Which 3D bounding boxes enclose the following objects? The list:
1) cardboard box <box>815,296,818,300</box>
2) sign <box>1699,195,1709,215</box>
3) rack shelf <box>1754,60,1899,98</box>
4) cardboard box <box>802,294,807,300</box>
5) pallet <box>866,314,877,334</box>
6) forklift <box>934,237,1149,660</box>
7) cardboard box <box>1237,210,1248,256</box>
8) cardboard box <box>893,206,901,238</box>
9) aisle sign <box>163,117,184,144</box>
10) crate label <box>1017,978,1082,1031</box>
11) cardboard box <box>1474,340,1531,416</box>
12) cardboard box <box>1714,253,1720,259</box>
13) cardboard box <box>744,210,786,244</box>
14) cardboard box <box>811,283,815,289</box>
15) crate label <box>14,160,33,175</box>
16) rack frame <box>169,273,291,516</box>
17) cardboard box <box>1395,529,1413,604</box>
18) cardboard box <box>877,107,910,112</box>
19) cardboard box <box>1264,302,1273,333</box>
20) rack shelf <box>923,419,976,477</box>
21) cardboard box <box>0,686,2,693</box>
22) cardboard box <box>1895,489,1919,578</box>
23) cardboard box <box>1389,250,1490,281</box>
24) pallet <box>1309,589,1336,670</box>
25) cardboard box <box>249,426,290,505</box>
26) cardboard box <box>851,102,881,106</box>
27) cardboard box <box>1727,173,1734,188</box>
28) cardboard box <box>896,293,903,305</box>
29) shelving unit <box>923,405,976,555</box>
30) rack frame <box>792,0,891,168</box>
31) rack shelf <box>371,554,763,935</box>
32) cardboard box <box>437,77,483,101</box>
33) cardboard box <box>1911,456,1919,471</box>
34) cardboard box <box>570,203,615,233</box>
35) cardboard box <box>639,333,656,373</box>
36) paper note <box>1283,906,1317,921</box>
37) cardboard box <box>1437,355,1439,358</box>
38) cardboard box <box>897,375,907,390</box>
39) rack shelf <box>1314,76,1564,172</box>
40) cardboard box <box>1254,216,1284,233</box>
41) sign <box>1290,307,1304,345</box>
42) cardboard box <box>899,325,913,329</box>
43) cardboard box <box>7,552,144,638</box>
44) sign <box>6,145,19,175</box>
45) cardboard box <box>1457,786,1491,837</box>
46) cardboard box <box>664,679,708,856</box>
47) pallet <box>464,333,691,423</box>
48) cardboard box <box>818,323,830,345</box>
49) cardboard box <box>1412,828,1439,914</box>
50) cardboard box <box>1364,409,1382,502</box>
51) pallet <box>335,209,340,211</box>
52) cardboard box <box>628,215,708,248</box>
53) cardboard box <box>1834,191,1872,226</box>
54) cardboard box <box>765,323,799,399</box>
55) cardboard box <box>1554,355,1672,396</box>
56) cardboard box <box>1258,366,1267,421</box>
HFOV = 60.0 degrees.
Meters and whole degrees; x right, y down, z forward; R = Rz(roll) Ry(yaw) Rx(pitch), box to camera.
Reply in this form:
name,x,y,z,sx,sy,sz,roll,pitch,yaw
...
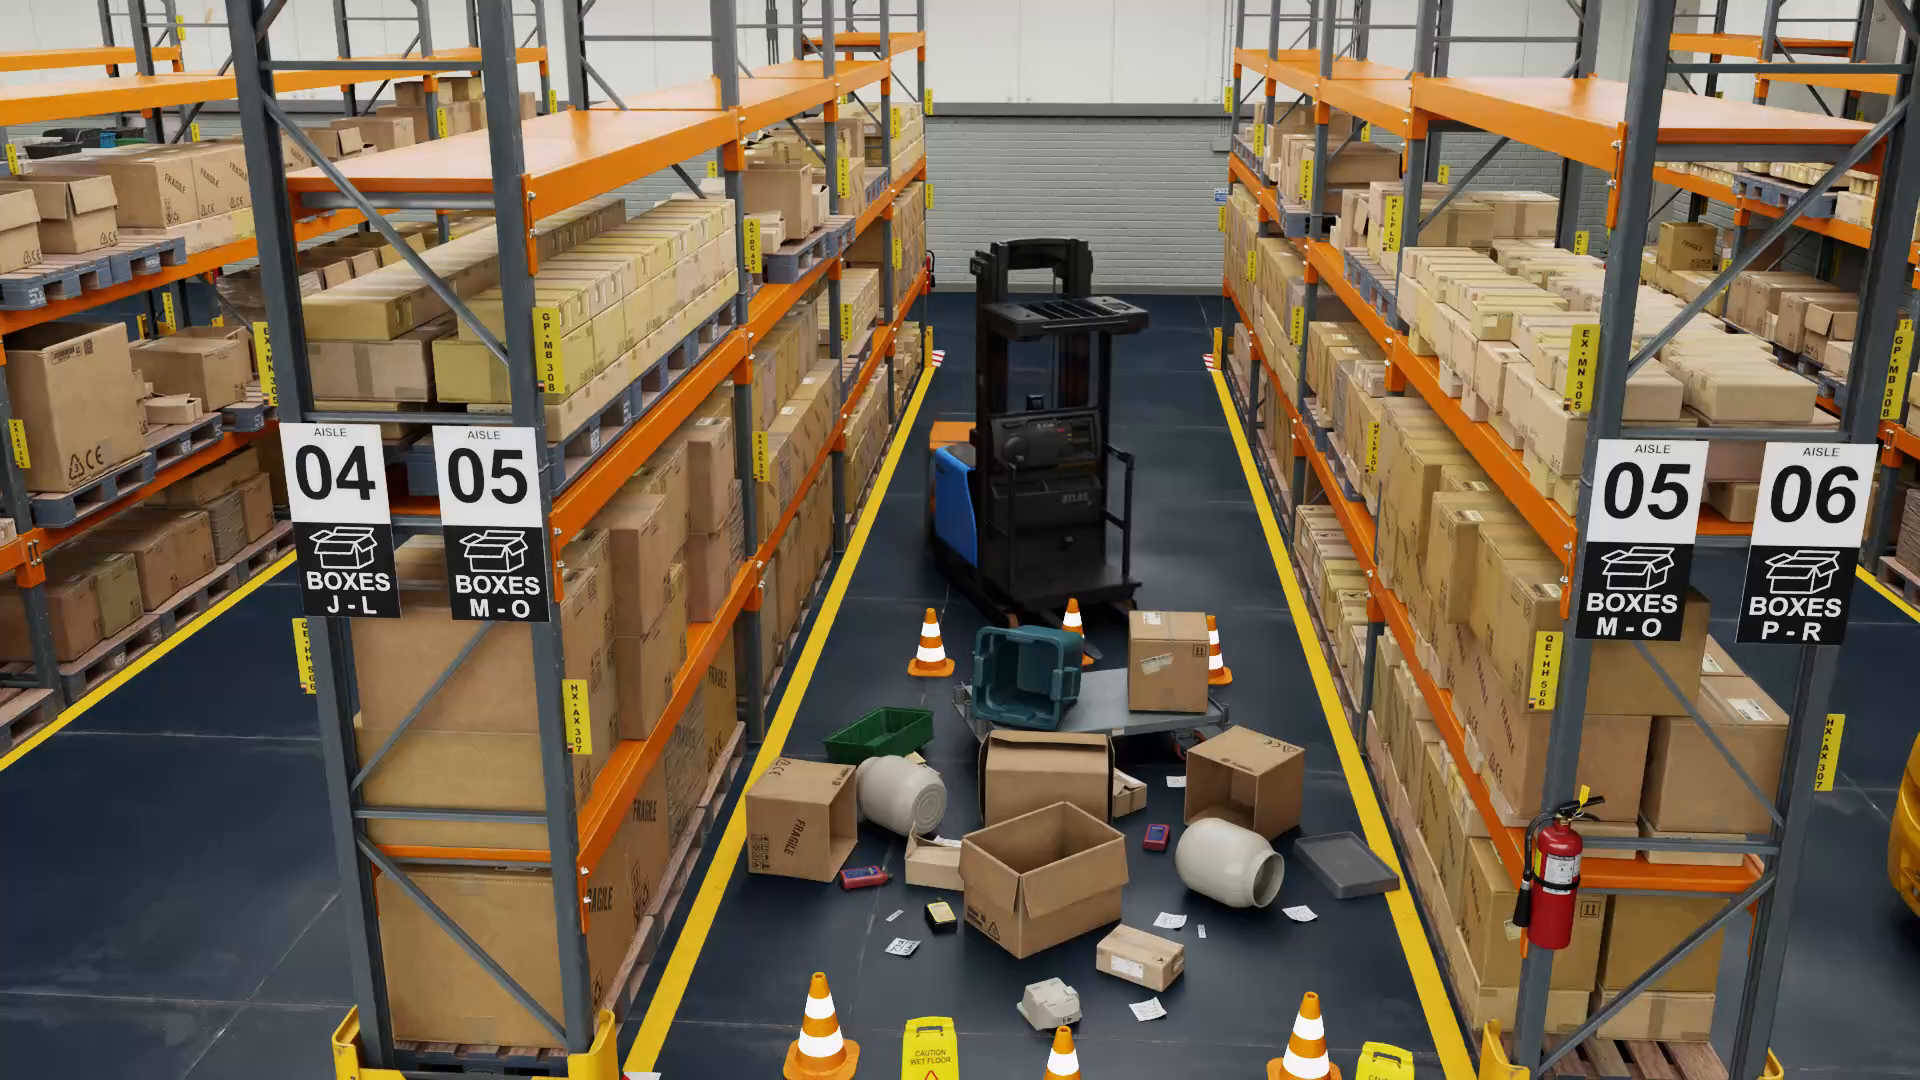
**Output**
name,x,y,z,sx,sy,sz,roll,pitch,yaw
cardboard box,-1.728,-2.543,17.924,0.380,0.149,0.250,0,18,1
sign,9.493,-4.311,21.221,0.100,0.325,0.005,1,18,4
rack shelf,8.511,-4.084,15.061,1.077,0.370,4.000,1,18,4
cardboard box,-1.781,-2.443,17.141,0.380,0.149,0.250,1,18,2
pallet,-1.441,-2.250,17.608,1.003,0.211,1.213,1,18,4
forklift,0.763,-0.802,12.989,1.130,2.935,3.031,-7,19,-19
cardboard box,3.577,-3.643,19.784,0.500,0.500,0.500,1,18,4
cardboard box,-0.944,-3.535,18.978,0.500,0.500,0.500,1,18,2
aisle sign,-10.537,-5.321,22.498,0.394,0.787,0.004,1,18,4
crate label,0.450,2.264,8.121,0.250,0.136,0.298,-9,20,-25
cardboard box,2.681,-0.747,7.659,0.500,0.250,0.500,2,18,5
cardboard box,9.135,-3.390,20.542,0.500,0.250,0.500,1,18,4
cardboard box,-1.469,-2.276,11.942,0.396,0.266,0.258,1,18,4
cardboard box,-1.742,-2.739,17.566,0.380,0.149,0.250,2,18,5
crate label,-10.798,-4.274,19.081,0.293,0.136,0.466,1,18,4
rack frame,-6.468,-1.475,14.935,1.000,3.000,0.127,1,18,4
cardboard box,2.807,0.086,9.531,0.500,0.500,0.500,1,18,4
cardboard box,-0.808,-5.173,20.201,0.380,0.149,0.250,1,18,3
cardboard box,3.318,-2.213,16.626,0.500,0.250,0.500,2,18,5
rack shelf,-0.022,-0.834,15.049,0.538,0.278,1.000,1,18,4
cardboard box,-6.823,0.879,11.091,0.500,0.500,0.500,1,18,2
cardboard box,8.309,-0.022,13.639,0.875,0.625,0.625,2,18,6
cardboard box,3.027,-1.750,10.522,0.500,0.250,0.500,1,18,3
pallet,3.269,0.692,12.800,1.003,0.211,1.213,1,18,4
cardboard box,-6.398,-0.879,15.853,1.225,0.875,0.875,0,18,1
cardboard box,-1.205,-5.503,21.208,0.380,0.149,0.250,1,18,3
cardboard box,8.385,-3.811,17.649,0.380,0.149,0.250,1,18,4
cardboard box,-0.875,-2.864,19.576,0.380,0.149,0.250,2,18,5
shelving unit,-0.022,-0.556,15.141,0.538,1.125,1.048,1,18,4
rack frame,-1.241,-5.426,17.358,1.000,3.000,0.127,1,18,4
rack shelf,-1.958,0.872,8.926,1.077,0.370,4.000,1,18,4
cardboard box,-6.049,-5.409,19.923,0.500,0.250,0.500,1,18,2
cardboard box,8.762,-0.701,14.871,0.380,0.149,0.250,2,18,6
cardboard box,-2.197,-1.838,9.512,0.380,0.149,0.250,1,18,3
cardboard box,-1.667,-0.893,7.908,0.380,0.149,0.250,1,18,4
paper note,1.848,2.023,9.027,0.142,0.019,0.148,-5,19,-15
cardboard box,2.881,-1.067,9.275,0.380,0.149,0.250,1,18,4
cardboard box,-0.842,-1.930,20.227,0.380,0.149,0.250,1,18,2
rack shelf,3.273,-2.952,11.604,1.077,0.370,4.000,1,18,4
cardboard box,3.408,-3.430,18.092,0.380,0.149,0.250,1,18,3
sign,2.863,-1.815,14.114,0.100,0.325,0.005,1,18,4
cardboard box,-0.815,-2.698,21.616,0.380,0.149,0.250,2,18,5
cardboard box,-6.636,0.408,12.495,0.700,0.500,0.500,1,18,4
sign,-10.573,-4.245,18.556,0.100,0.325,0.005,1,18,4
cardboard box,2.600,1.303,7.951,0.380,0.149,0.250,2,18,6
cardboard box,-1.991,1.193,9.529,0.875,0.875,0.875,1,18,4
pallet,-1.974,-0.842,8.328,1.003,0.211,1.213,1,18,4
cardboard box,-1.301,-1.836,14.811,0.380,0.149,0.250,1,18,4
cardboard box,2.710,1.757,8.811,0.500,0.250,0.500,1,18,2
cardboard box,2.934,-0.549,10.794,0.500,0.500,0.500,1,18,3
pallet,-6.398,-3.359,16.171,1.003,0.211,1.213,2,18,6
cardboard box,-1.578,-1.668,8.994,0.380,0.149,0.250,2,18,5
cardboard box,8.233,-2.975,14.935,0.500,0.250,0.500,1,18,4
cardboard box,-1.640,-1.400,12.939,0.700,0.500,0.500,1,18,3
cardboard box,2.630,-0.645,6.707,0.380,0.149,0.250,2,18,5
cardboard box,3.855,-1.671,18.972,0.875,0.438,0.875,1,18,3
